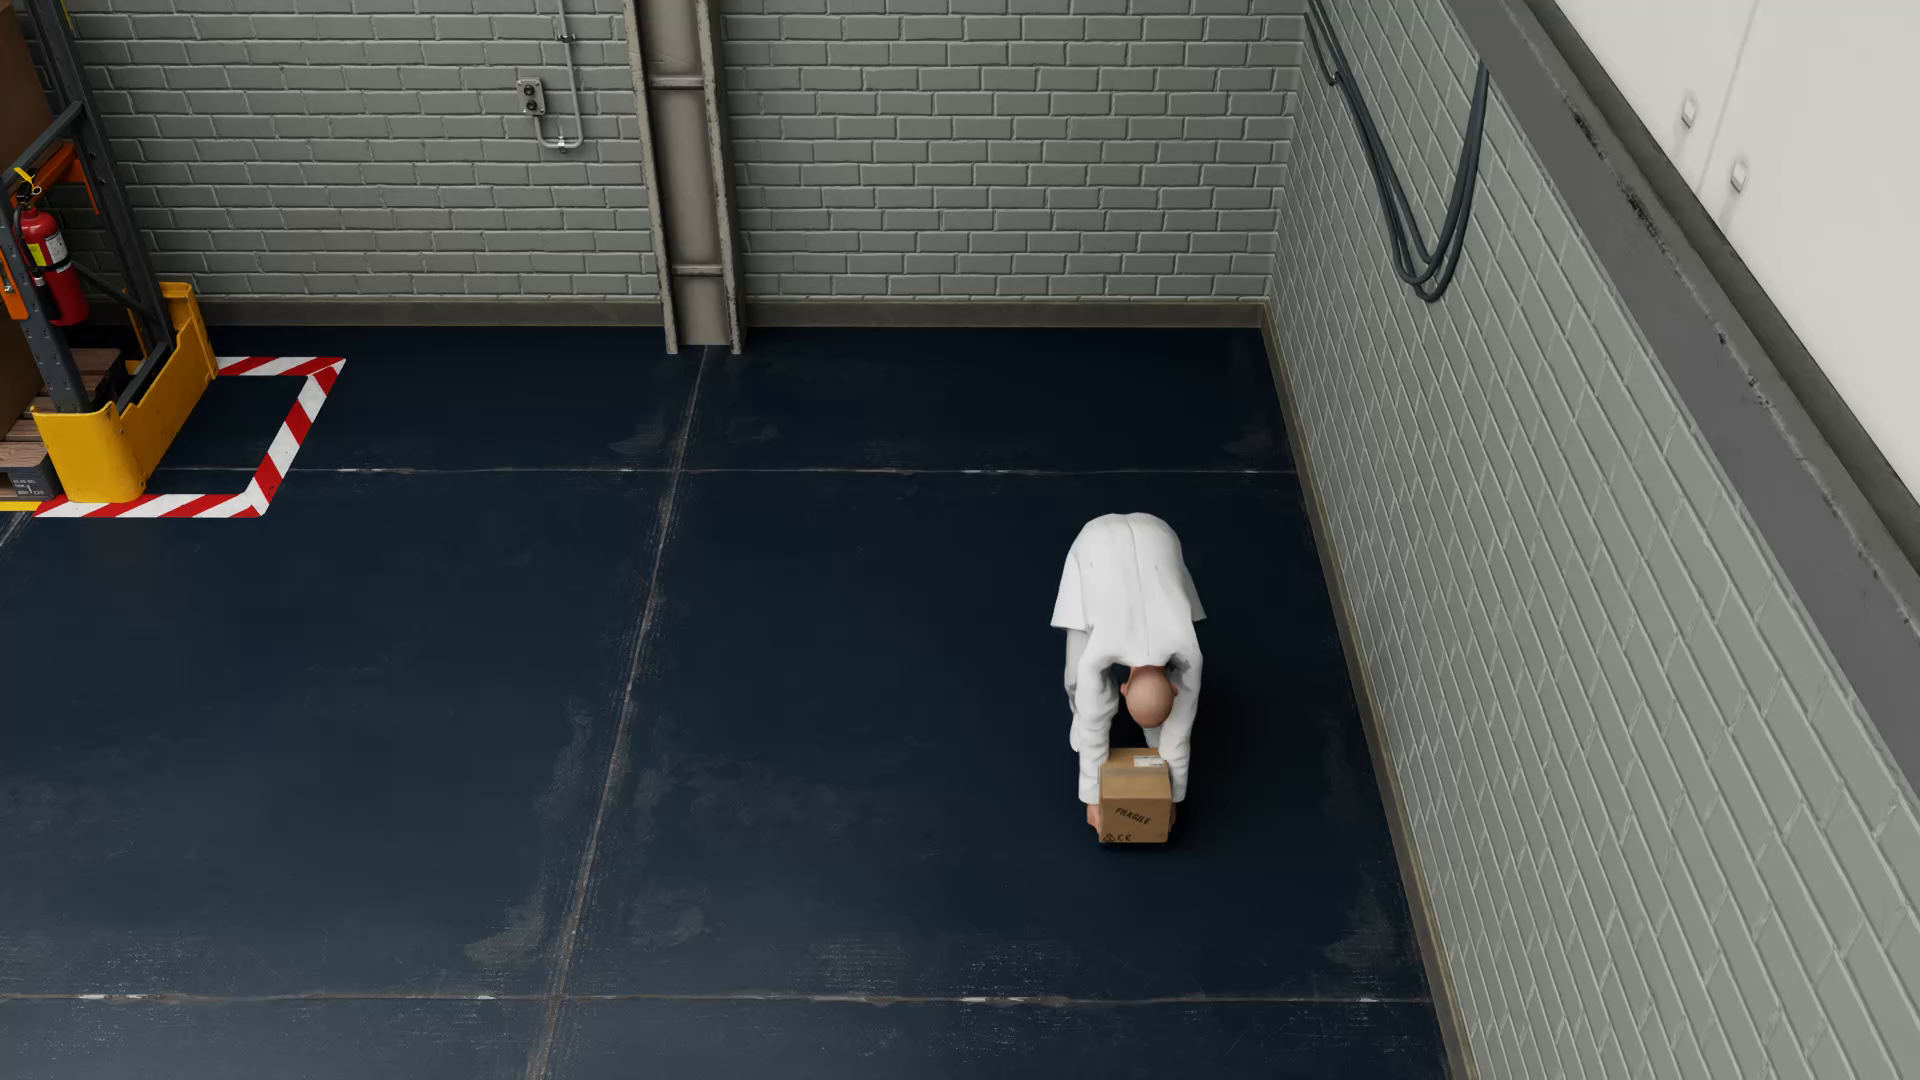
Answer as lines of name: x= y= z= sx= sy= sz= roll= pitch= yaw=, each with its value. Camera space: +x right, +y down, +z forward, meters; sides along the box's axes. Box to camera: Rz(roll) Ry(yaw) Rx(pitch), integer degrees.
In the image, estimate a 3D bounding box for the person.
person: x=0.643 y=0.471 z=6.215 sx=0.593 sy=0.981 sz=0.944 roll=-2 pitch=39 yaw=-2
